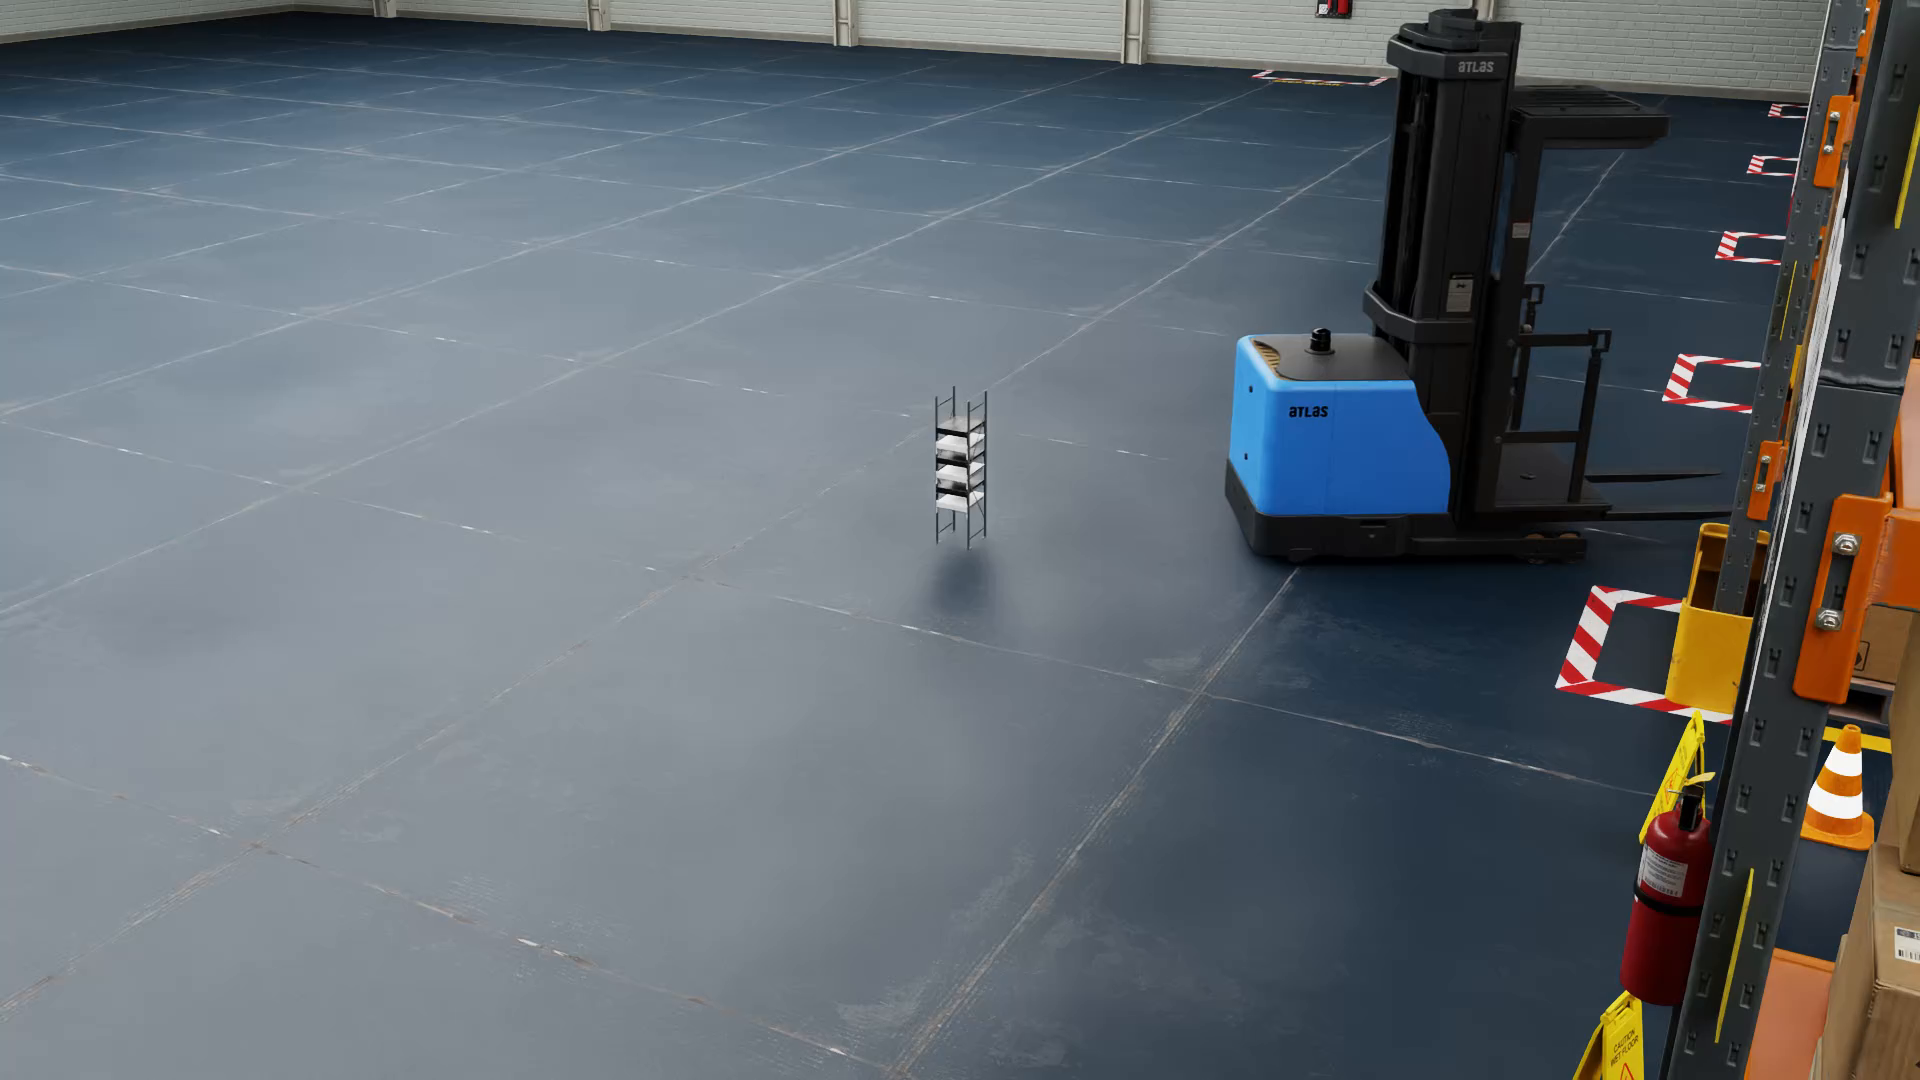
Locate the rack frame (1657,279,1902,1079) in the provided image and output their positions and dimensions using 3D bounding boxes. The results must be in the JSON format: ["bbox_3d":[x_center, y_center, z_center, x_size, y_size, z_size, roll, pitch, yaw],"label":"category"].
[{"bbox_3d":[1.655,0.967,3.644,0.127,3.000,1.000,11,25,25],"label":"rack frame"}]

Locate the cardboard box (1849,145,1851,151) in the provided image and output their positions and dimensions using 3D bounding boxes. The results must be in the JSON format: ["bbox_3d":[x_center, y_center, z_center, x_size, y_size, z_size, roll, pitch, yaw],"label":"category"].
[{"bbox_3d":[11.211,-4.890,20.392,0.500,0.250,0.500,11,25,25],"label":"cardboard box"}]

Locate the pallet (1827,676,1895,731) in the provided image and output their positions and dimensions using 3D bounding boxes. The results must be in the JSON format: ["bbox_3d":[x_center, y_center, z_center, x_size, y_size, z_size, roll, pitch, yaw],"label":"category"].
[{"bbox_3d":[4.547,0.617,8.029,1.213,0.211,1.003,11,25,25],"label":"pallet"}]

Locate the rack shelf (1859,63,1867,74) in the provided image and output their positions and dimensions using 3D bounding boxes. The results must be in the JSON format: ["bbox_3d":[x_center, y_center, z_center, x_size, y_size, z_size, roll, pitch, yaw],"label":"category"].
[{"bbox_3d":[12.384,-5.269,19.227,4.000,0.370,1.077,11,25,25],"label":"rack shelf"}]

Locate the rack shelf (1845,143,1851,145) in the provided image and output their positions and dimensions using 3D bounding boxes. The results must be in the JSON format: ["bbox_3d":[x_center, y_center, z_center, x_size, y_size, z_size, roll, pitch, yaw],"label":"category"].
[{"bbox_3d":[10.146,-3.540,15.161,4.000,0.370,1.077,11,25,25],"label":"rack shelf"}]

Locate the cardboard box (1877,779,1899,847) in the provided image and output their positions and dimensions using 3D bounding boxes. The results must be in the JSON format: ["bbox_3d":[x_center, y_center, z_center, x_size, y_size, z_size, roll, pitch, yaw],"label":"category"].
[{"bbox_3d":[2.264,0.783,3.567,0.500,0.500,0.500,11,25,24],"label":"cardboard box"}]

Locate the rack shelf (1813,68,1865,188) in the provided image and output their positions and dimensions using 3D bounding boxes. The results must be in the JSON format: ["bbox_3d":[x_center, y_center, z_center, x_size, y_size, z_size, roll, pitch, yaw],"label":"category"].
[{"bbox_3d":[5.583,-1.476,6.475,4.000,0.370,1.077,11,25,25],"label":"rack shelf"}]

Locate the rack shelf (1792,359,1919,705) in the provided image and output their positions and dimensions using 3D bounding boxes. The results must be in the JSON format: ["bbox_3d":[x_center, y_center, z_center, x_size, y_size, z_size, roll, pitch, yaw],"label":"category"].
[{"bbox_3d":[3.440,0.271,2.367,4.000,0.370,1.077,11,25,25],"label":"rack shelf"}]

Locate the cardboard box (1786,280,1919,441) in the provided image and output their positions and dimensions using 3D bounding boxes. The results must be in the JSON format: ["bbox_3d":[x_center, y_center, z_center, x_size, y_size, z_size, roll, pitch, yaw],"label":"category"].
[{"bbox_3d":[4.150,-0.799,7.605,0.550,0.550,0.875,11,25,25],"label":"cardboard box"}]

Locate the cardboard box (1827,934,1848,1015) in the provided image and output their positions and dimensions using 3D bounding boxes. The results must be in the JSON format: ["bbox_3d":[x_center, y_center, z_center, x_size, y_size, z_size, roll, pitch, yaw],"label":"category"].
[{"bbox_3d":[2.085,1.074,3.714,0.250,0.149,0.380,12,26,26],"label":"cardboard box"}]

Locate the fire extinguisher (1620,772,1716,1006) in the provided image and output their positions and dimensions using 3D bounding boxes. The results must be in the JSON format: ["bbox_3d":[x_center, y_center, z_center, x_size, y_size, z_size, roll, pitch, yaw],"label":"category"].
[{"bbox_3d":[1.761,0.821,4.085,0.183,0.674,0.296,11,25,25],"label":"fire extinguisher"}]

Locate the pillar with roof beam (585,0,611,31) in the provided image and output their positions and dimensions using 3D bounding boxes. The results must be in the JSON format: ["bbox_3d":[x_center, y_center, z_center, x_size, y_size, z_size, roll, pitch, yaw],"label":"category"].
[{"bbox_3d":[-9.514,-13.358,29.662,0.400,9.000,9.100,11,25,25],"label":"pillar with roof beam"}]

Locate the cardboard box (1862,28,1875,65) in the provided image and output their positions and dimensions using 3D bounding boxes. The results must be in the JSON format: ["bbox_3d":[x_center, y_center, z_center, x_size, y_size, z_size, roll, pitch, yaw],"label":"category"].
[{"bbox_3d":[11.010,-5.913,19.693,0.500,0.500,0.700,11,25,25],"label":"cardboard box"}]

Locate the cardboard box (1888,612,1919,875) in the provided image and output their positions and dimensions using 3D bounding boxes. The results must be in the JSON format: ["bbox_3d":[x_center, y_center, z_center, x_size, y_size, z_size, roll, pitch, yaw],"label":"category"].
[{"bbox_3d":[2.209,0.338,3.338,0.500,0.500,0.700,11,25,23],"label":"cardboard box"}]

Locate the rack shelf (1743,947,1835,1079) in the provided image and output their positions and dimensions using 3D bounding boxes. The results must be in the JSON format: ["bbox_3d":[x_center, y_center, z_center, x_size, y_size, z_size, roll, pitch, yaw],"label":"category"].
[{"bbox_3d":[3.440,1.651,2.954,4.000,0.370,1.077,11,25,25],"label":"rack shelf"}]

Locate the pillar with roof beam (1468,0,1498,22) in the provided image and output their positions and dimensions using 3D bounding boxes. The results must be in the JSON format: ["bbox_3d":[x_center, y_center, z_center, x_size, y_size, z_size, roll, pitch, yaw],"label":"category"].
[{"bbox_3d":[6.549,-10.179,22.188,0.400,9.000,9.100,11,25,25],"label":"pillar with roof beam"}]

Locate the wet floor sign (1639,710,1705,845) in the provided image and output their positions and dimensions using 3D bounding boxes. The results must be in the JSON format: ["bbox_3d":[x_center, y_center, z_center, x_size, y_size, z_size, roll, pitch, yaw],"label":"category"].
[{"bbox_3d":[2.879,0.990,6.598,0.232,0.644,0.267,7,24,15],"label":"wet floor sign"}]

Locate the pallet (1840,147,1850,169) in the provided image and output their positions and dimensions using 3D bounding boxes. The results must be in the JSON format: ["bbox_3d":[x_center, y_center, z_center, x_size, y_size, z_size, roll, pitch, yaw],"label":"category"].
[{"bbox_3d":[11.301,-4.550,20.179,1.213,0.211,1.003,11,25,25],"label":"pallet"}]

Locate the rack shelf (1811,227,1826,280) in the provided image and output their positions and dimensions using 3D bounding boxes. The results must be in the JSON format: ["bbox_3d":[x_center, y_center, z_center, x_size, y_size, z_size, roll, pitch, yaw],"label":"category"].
[{"bbox_3d":[7.911,-1.810,11.093,4.000,0.370,1.077,11,25,25],"label":"rack shelf"}]

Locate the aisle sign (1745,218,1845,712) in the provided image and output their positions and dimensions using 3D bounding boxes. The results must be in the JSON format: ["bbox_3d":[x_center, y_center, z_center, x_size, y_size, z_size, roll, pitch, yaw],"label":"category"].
[{"bbox_3d":[1.460,-0.132,2.906,0.004,0.787,0.394,11,25,25],"label":"aisle sign"}]

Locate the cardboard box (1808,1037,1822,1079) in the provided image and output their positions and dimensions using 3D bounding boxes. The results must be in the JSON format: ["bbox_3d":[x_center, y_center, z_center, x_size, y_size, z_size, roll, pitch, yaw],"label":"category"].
[{"bbox_3d":[1.865,1.215,3.382,0.250,0.149,0.380,11,26,25],"label":"cardboard box"}]

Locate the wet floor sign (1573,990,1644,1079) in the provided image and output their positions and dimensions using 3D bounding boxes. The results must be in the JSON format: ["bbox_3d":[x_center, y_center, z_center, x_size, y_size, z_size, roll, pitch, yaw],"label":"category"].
[{"bbox_3d":[1.968,1.643,5.062,0.267,0.644,0.232,-20,30,-39],"label":"wet floor sign"}]

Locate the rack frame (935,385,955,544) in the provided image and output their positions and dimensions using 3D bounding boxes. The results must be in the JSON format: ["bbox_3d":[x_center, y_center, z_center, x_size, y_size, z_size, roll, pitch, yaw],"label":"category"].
[{"bbox_3d":[-0.083,-0.431,9.613,0.006,0.900,0.240,11,25,25],"label":"rack frame"}]

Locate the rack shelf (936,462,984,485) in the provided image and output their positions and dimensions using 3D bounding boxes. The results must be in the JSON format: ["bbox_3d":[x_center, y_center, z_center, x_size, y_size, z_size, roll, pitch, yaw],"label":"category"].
[{"bbox_3d":[0.007,-0.382,9.584,0.200,0.077,0.258,11,25,25],"label":"rack shelf"}]

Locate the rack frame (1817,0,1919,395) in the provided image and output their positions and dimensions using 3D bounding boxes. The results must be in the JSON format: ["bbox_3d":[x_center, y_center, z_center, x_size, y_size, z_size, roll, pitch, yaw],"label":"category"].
[{"bbox_3d":[1.655,-1.794,2.470,0.127,3.000,1.000,11,25,25],"label":"rack frame"}]

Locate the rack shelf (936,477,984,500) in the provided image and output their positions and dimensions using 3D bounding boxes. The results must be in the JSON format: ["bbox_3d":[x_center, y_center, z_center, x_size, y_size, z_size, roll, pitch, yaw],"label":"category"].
[{"bbox_3d":[0.007,-0.299,9.619,0.200,0.077,0.258,11,25,25],"label":"rack shelf"}]

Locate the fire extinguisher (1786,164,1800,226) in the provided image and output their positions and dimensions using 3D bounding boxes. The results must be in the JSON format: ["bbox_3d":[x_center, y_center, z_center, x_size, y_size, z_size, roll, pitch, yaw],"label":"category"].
[{"bbox_3d":[6.232,-2.640,12.224,0.183,0.674,0.296,11,25,25],"label":"fire extinguisher"}]

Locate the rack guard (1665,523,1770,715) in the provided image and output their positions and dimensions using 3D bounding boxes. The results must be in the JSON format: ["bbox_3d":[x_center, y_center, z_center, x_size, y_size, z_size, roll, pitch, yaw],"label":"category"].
[{"bbox_3d":[3.777,0.366,8.250,0.348,0.500,1.175,11,25,25],"label":"rack guard"}]

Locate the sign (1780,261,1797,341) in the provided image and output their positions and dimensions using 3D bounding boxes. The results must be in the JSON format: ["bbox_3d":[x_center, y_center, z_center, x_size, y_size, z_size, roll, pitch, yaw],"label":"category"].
[{"bbox_3d":[3.543,-1.022,7.113,0.005,0.325,0.100,11,25,25],"label":"sign"}]

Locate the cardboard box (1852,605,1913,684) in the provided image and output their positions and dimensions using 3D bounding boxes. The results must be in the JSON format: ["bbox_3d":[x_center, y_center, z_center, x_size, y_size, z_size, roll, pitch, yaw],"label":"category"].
[{"bbox_3d":[4.433,0.101,7.858,0.875,0.875,0.875,11,26,25],"label":"cardboard box"}]

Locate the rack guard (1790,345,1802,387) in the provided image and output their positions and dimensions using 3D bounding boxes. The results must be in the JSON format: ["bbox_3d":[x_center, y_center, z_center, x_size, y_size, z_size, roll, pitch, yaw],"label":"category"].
[{"bbox_3d":[6.194,-1.331,12.240,0.348,0.500,1.175,11,25,25],"label":"rack guard"}]

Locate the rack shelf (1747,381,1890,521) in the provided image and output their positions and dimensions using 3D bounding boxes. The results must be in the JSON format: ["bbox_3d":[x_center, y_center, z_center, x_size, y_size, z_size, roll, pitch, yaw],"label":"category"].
[{"bbox_3d":[5.583,-0.096,7.062,4.000,0.370,1.077,11,25,25],"label":"rack shelf"}]

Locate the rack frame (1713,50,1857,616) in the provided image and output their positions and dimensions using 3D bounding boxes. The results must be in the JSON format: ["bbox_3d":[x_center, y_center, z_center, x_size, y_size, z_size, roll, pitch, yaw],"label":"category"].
[{"bbox_3d":[3.798,-0.780,7.751,0.127,3.000,1.000,11,25,25],"label":"rack frame"}]

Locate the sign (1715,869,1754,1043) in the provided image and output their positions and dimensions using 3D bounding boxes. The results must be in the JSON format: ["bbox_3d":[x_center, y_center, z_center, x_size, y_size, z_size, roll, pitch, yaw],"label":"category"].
[{"bbox_3d":[1.410,0.758,3.029,0.005,0.325,0.100,11,25,25],"label":"sign"}]

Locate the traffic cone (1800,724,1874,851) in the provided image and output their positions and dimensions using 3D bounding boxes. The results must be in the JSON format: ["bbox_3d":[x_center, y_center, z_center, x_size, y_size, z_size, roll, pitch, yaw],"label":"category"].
[{"bbox_3d":[3.632,0.977,6.861,0.334,0.463,0.336,11,25,25],"label":"traffic cone"}]

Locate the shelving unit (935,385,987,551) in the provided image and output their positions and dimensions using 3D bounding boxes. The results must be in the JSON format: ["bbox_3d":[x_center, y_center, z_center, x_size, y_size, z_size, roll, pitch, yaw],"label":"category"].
[{"bbox_3d":[0.007,-0.413,9.571,0.210,0.900,0.258,11,25,25],"label":"shelving unit"}]

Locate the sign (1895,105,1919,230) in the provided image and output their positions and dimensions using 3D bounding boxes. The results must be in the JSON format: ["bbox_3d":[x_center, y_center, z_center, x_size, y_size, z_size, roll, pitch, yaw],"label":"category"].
[{"bbox_3d":[1.410,-0.626,2.440,0.005,0.325,0.100,11,25,25],"label":"sign"}]

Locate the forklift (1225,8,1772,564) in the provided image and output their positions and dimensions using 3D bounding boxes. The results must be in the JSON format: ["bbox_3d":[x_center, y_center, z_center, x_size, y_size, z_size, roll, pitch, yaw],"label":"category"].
[{"bbox_3d":[3.158,-1.421,9.346,3.031,2.935,1.130,-1,23,-2],"label":"forklift"}]

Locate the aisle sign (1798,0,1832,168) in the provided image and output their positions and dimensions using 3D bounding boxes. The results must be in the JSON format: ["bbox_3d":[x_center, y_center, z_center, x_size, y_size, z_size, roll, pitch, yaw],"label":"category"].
[{"bbox_3d":[3.870,-2.094,7.518,0.004,0.787,0.394,11,25,25],"label":"aisle sign"}]

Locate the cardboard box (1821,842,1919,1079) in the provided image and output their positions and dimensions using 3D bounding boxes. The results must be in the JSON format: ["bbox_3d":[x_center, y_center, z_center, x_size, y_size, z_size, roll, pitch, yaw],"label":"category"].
[{"bbox_3d":[1.953,0.964,3.142,0.500,0.500,0.500,11,25,24],"label":"cardboard box"}]

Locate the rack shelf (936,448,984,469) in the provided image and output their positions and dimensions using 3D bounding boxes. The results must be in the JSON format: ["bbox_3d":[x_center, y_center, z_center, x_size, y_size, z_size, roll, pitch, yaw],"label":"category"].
[{"bbox_3d":[0.007,-0.465,9.548,0.200,0.077,0.258,11,25,25],"label":"rack shelf"}]

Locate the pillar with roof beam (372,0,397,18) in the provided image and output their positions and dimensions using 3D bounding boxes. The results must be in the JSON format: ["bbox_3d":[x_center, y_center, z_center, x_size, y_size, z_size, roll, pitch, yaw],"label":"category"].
[{"bbox_3d":[-14.869,-14.417,32.153,0.400,9.000,9.100,11,25,25],"label":"pillar with roof beam"}]

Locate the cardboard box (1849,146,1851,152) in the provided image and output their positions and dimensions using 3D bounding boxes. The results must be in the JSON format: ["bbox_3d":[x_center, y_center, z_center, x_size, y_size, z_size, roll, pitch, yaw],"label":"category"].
[{"bbox_3d":[10.978,-4.709,19.967,0.500,0.250,0.500,11,25,25],"label":"cardboard box"}]

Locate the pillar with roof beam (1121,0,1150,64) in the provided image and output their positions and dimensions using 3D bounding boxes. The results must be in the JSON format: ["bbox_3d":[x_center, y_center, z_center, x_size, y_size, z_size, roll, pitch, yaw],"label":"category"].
[{"bbox_3d":[1.195,-11.239,24.679,0.400,9.000,9.100,11,25,25],"label":"pillar with roof beam"}]

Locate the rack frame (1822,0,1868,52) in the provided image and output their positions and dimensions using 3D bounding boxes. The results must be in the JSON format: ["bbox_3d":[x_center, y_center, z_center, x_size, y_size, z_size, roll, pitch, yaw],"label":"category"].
[{"bbox_3d":[3.798,-3.541,6.577,0.127,3.000,1.000,11,25,25],"label":"rack frame"}]

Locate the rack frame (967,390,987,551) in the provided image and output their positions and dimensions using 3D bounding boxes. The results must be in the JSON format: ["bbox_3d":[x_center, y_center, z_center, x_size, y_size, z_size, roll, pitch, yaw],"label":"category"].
[{"bbox_3d":[0.098,-0.395,9.528,0.006,0.900,0.240,11,25,25],"label":"rack frame"}]

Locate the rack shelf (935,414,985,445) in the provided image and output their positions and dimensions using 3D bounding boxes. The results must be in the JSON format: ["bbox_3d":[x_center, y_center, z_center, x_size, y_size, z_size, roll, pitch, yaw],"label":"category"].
[{"bbox_3d":[0.007,-0.630,9.478,0.200,0.077,0.258,11,25,25],"label":"rack shelf"}]

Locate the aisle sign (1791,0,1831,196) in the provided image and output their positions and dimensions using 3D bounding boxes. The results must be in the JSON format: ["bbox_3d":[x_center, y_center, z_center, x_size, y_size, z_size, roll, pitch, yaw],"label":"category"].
[{"bbox_3d":[3.600,-1.884,7.026,0.004,0.787,0.394,11,25,25],"label":"aisle sign"}]

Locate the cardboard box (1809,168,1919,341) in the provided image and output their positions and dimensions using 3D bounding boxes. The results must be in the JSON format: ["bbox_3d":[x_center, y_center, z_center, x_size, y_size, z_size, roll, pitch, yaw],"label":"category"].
[{"bbox_3d":[4.112,-1.267,7.325,0.550,0.550,0.875,11,25,25],"label":"cardboard box"}]

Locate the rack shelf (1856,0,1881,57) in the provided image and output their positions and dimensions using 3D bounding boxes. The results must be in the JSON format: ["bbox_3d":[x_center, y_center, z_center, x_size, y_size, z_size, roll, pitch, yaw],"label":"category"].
[{"bbox_3d":[7.911,-3.191,10.506,4.000,0.370,1.077,11,25,25],"label":"rack shelf"}]

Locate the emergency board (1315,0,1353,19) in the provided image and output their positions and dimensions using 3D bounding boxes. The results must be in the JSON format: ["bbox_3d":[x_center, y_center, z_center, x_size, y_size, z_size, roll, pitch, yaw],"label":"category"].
[{"bbox_3d":[6.304,-9.372,27.955,0.643,1.169,0.194,11,25,25],"label":"emergency board"}]

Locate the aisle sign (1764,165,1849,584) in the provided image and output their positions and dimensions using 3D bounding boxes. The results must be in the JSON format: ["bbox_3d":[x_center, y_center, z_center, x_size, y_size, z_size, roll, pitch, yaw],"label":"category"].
[{"bbox_3d":[1.731,-0.342,3.399,0.004,0.787,0.394,11,25,25],"label":"aisle sign"}]

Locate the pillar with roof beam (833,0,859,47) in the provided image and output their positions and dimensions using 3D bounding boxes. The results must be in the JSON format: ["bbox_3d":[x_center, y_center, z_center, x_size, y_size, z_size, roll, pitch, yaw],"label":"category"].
[{"bbox_3d":[-4.160,-12.298,27.170,0.400,9.000,9.100,11,25,25],"label":"pillar with roof beam"}]

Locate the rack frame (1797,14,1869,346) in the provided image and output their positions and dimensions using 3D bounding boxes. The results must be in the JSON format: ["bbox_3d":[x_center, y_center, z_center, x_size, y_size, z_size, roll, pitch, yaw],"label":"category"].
[{"bbox_3d":[6.126,-2.494,11.783,0.127,3.000,1.000,11,25,25],"label":"rack frame"}]

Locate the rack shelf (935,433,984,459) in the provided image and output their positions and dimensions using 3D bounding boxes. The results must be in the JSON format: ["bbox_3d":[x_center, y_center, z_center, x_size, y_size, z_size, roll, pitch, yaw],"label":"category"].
[{"bbox_3d":[0.007,-0.548,9.513,0.200,0.077,0.258,11,25,25],"label":"rack shelf"}]

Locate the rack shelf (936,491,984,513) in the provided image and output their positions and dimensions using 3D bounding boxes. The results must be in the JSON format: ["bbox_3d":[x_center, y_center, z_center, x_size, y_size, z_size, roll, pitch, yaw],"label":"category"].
[{"bbox_3d":[0.007,-0.216,9.654,0.200,0.077,0.258,11,25,25],"label":"rack shelf"}]

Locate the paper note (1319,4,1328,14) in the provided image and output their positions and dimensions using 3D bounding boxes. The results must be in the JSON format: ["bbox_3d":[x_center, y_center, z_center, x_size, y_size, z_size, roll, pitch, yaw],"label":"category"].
[{"bbox_3d":[6.177,-9.022,28.257,0.142,0.148,0.016,11,25,25],"label":"paper note"}]
